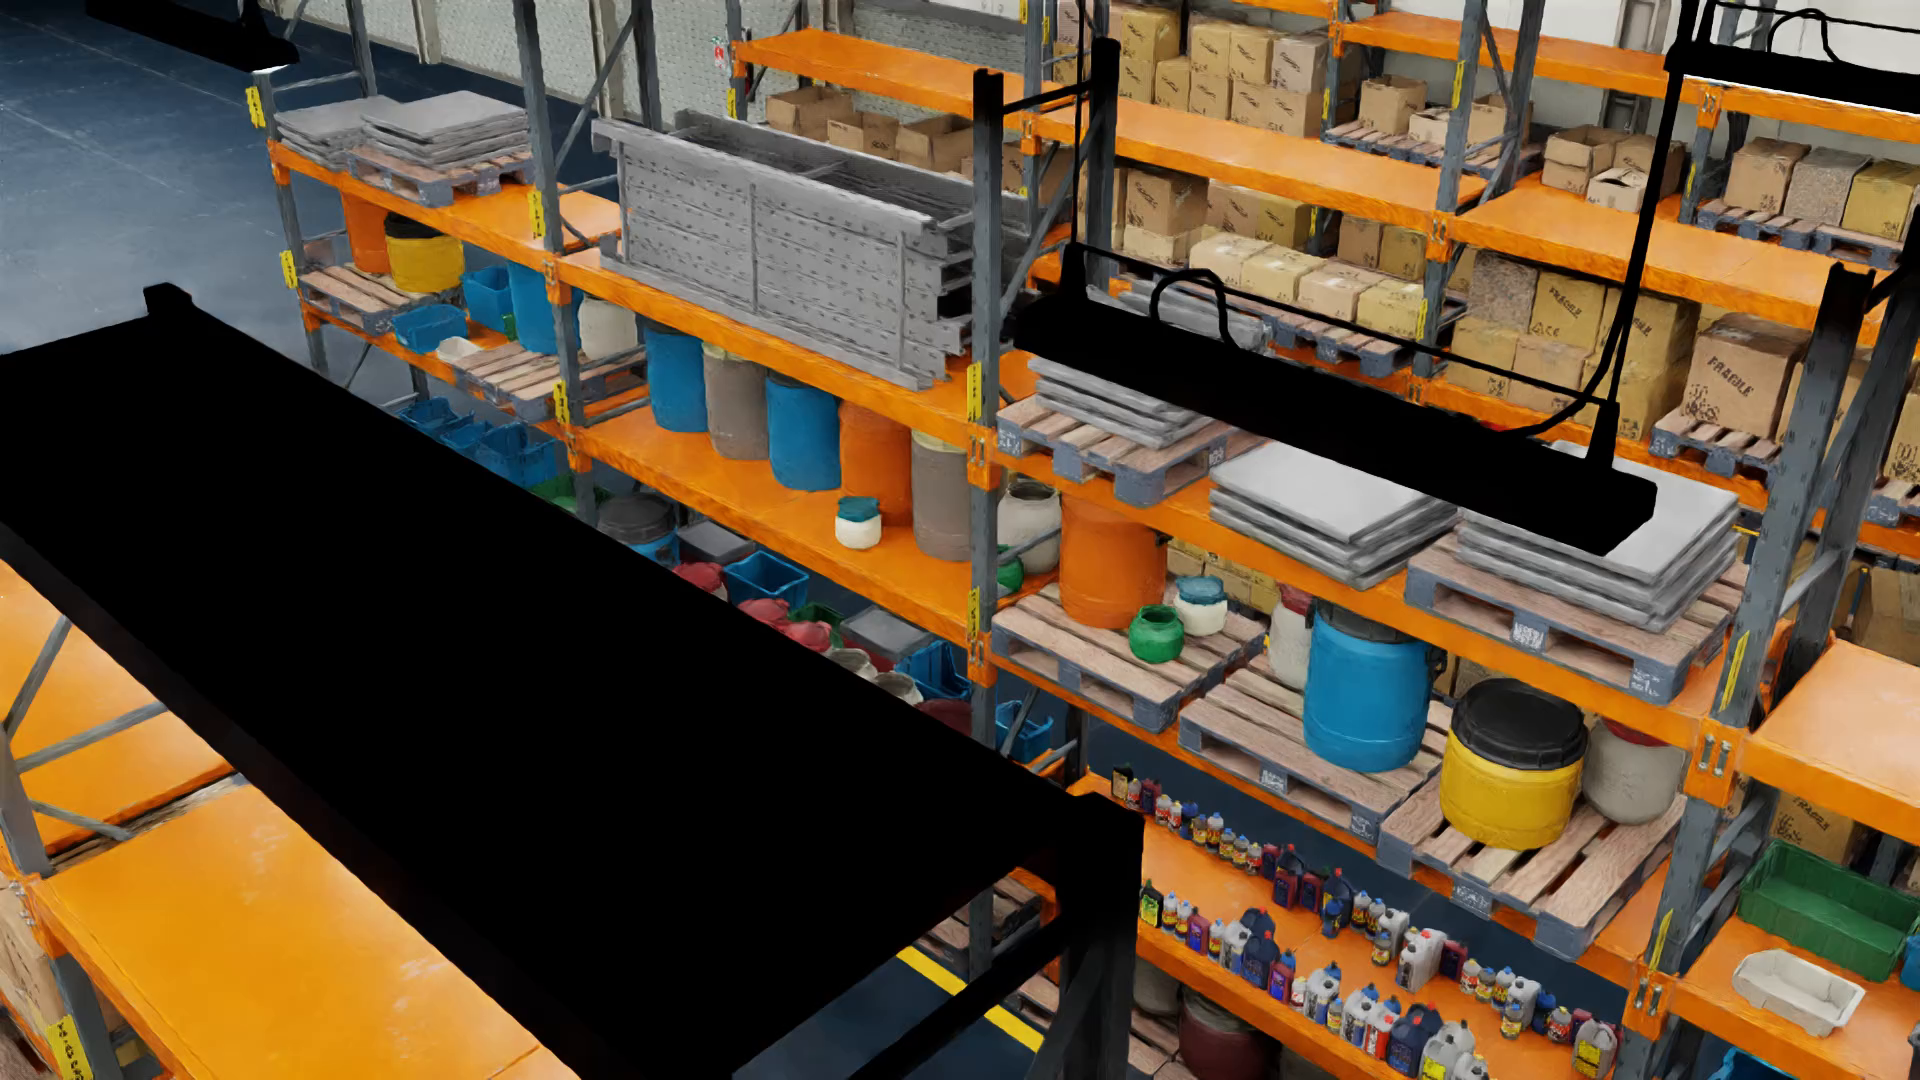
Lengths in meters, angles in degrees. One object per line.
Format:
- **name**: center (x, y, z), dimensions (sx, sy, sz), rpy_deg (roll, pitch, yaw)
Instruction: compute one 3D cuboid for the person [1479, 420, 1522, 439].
- **person**: center (4.990, -0.558, 15.534), dimensions (0.535, 1.676, 0.682), rpy_deg (23, 37, 35)
